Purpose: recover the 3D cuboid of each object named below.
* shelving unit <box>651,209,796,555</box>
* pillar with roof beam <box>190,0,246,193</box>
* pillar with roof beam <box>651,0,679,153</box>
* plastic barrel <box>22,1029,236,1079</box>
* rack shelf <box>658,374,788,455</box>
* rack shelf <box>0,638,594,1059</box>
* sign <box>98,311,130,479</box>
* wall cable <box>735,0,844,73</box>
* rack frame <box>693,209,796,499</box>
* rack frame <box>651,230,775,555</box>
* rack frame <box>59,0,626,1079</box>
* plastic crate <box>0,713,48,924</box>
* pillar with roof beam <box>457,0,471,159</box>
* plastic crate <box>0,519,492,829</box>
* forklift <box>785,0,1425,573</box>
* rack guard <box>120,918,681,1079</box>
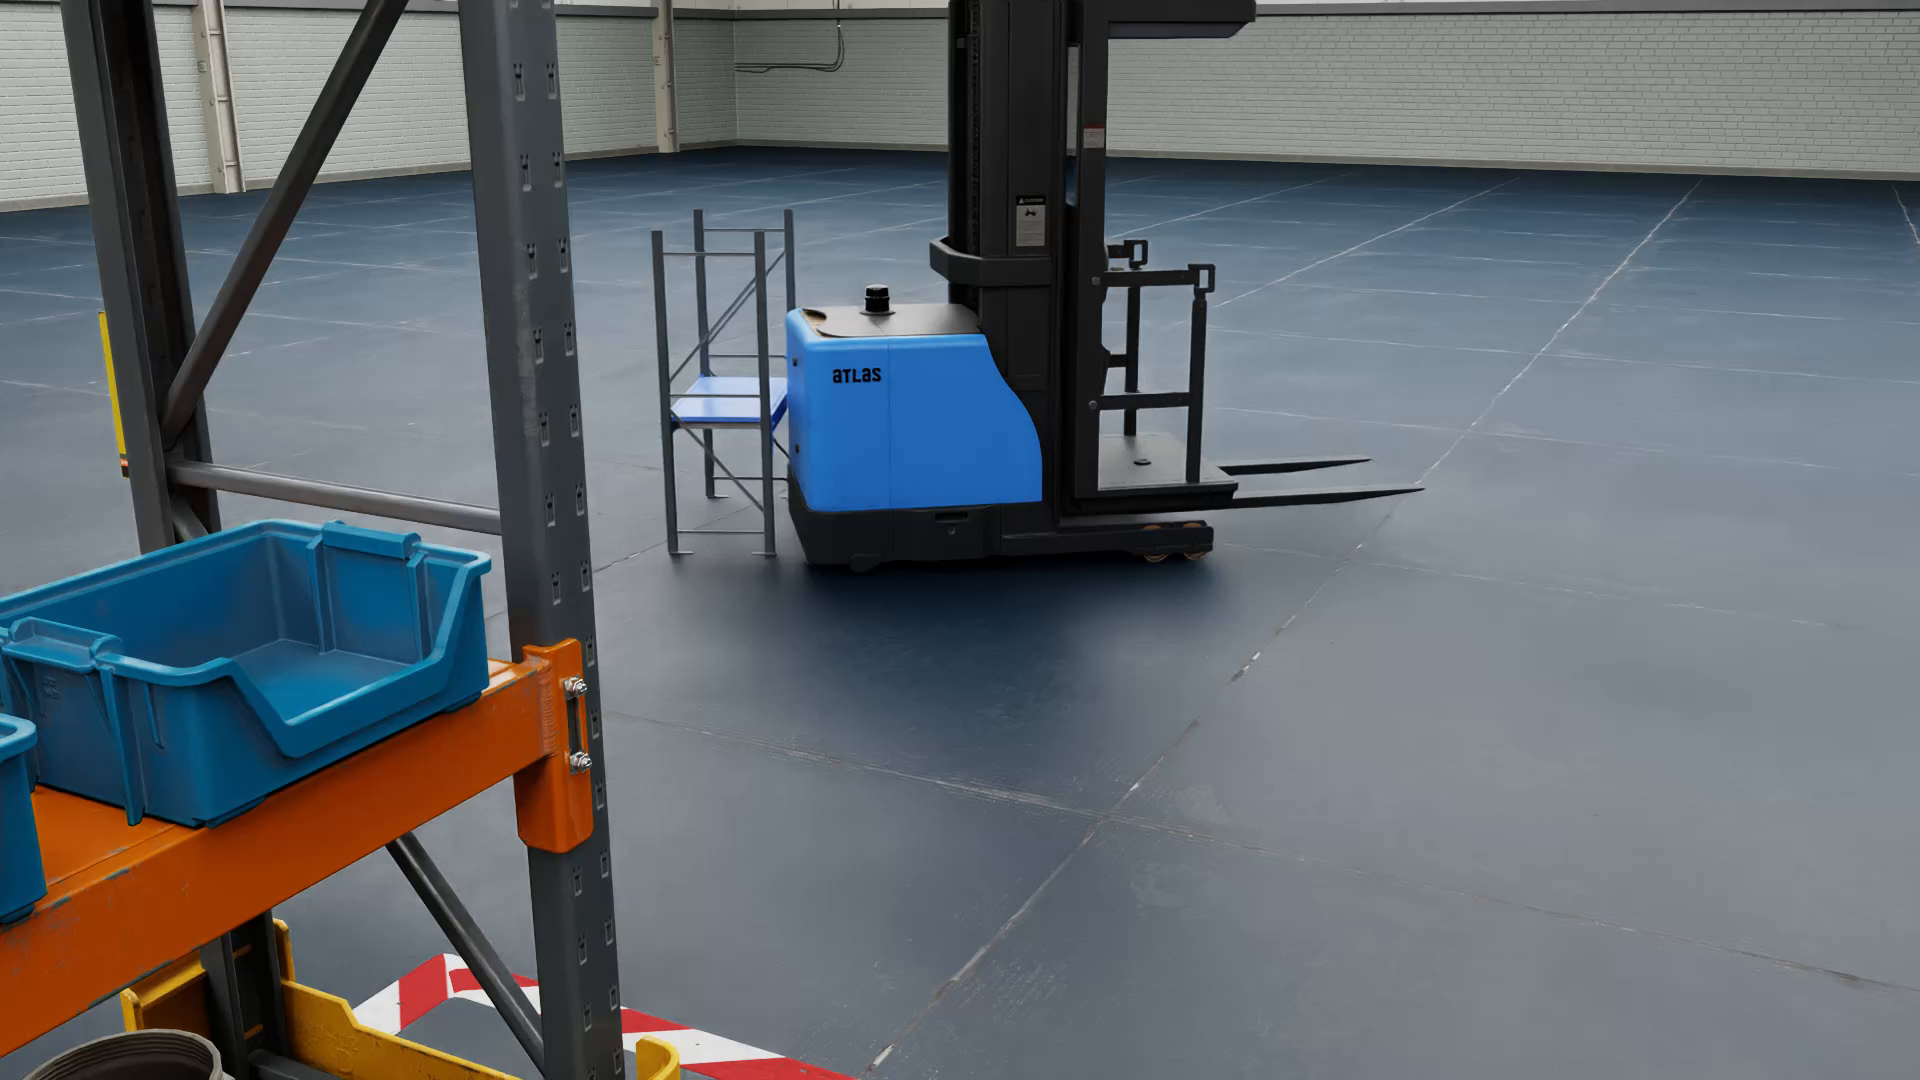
[{"bbox_3d":[-1.104,-0.798,8.078,0.538,1.500,1.048,0,17,2],"label":"shelving unit"},{"bbox_3d":[-8.064,-9.440,24.004,9.100,9.000,0.400,8,18,25],"label":"pillar with roof beam"},{"bbox_3d":[-2.702,-12.497,34.295,9.100,9.000,0.400,8,18,25],"label":"pillar with roof beam"},{"bbox_3d":[-1.328,1.100,2.684,0.421,0.512,0.421,0,17,0],"label":"plastic barrel"},{"bbox_3d":[-1.104,-0.626,8.129,0.538,0.185,1.000,0,17,2],"label":"rack shelf"},{"bbox_3d":[-1.996,0.786,1.374,1.077,0.370,4.000,8,18,25],"label":"rack shelf"},{"bbox_3d":[-1.592,-0.272,3.187,0.100,0.325,0.005,8,18,25],"label":"sign"},{"bbox_3d":[-4.054,-12.138,38.541,3.097,2.526,0.112,8,18,25],"label":"wall cable"},{"bbox_3d":[-1.089,-0.943,8.565,0.500,1.500,0.032,0,17,2],"label":"rack frame"},{"bbox_3d":[-1.119,-0.654,7.591,0.500,1.500,0.032,0,17,2],"label":"rack frame"},{"bbox_3d":[-1.105,-0.069,2.988,0.949,2.616,0.053,8,18,25],"label":"rack frame"},{"bbox_3d":[-1.353,0.333,1.896,0.499,0.251,0.408,8,18,25],"label":"plastic crate"},{"bbox_3d":[-5.383,-10.969,29.149,9.100,9.000,0.400,8,18,25],"label":"pillar with roof beam"},{"bbox_3d":[-1.058,0.168,2.451,0.499,0.251,0.616,8,18,25],"label":"plastic crate"},{"bbox_3d":[0.714,-1.450,7.759,3.031,2.935,1.130,-3,17,-11],"label":"forklift"},{"bbox_3d":[-1.094,1.155,3.258,1.175,0.500,0.348,8,18,25],"label":"rack guard"}]
